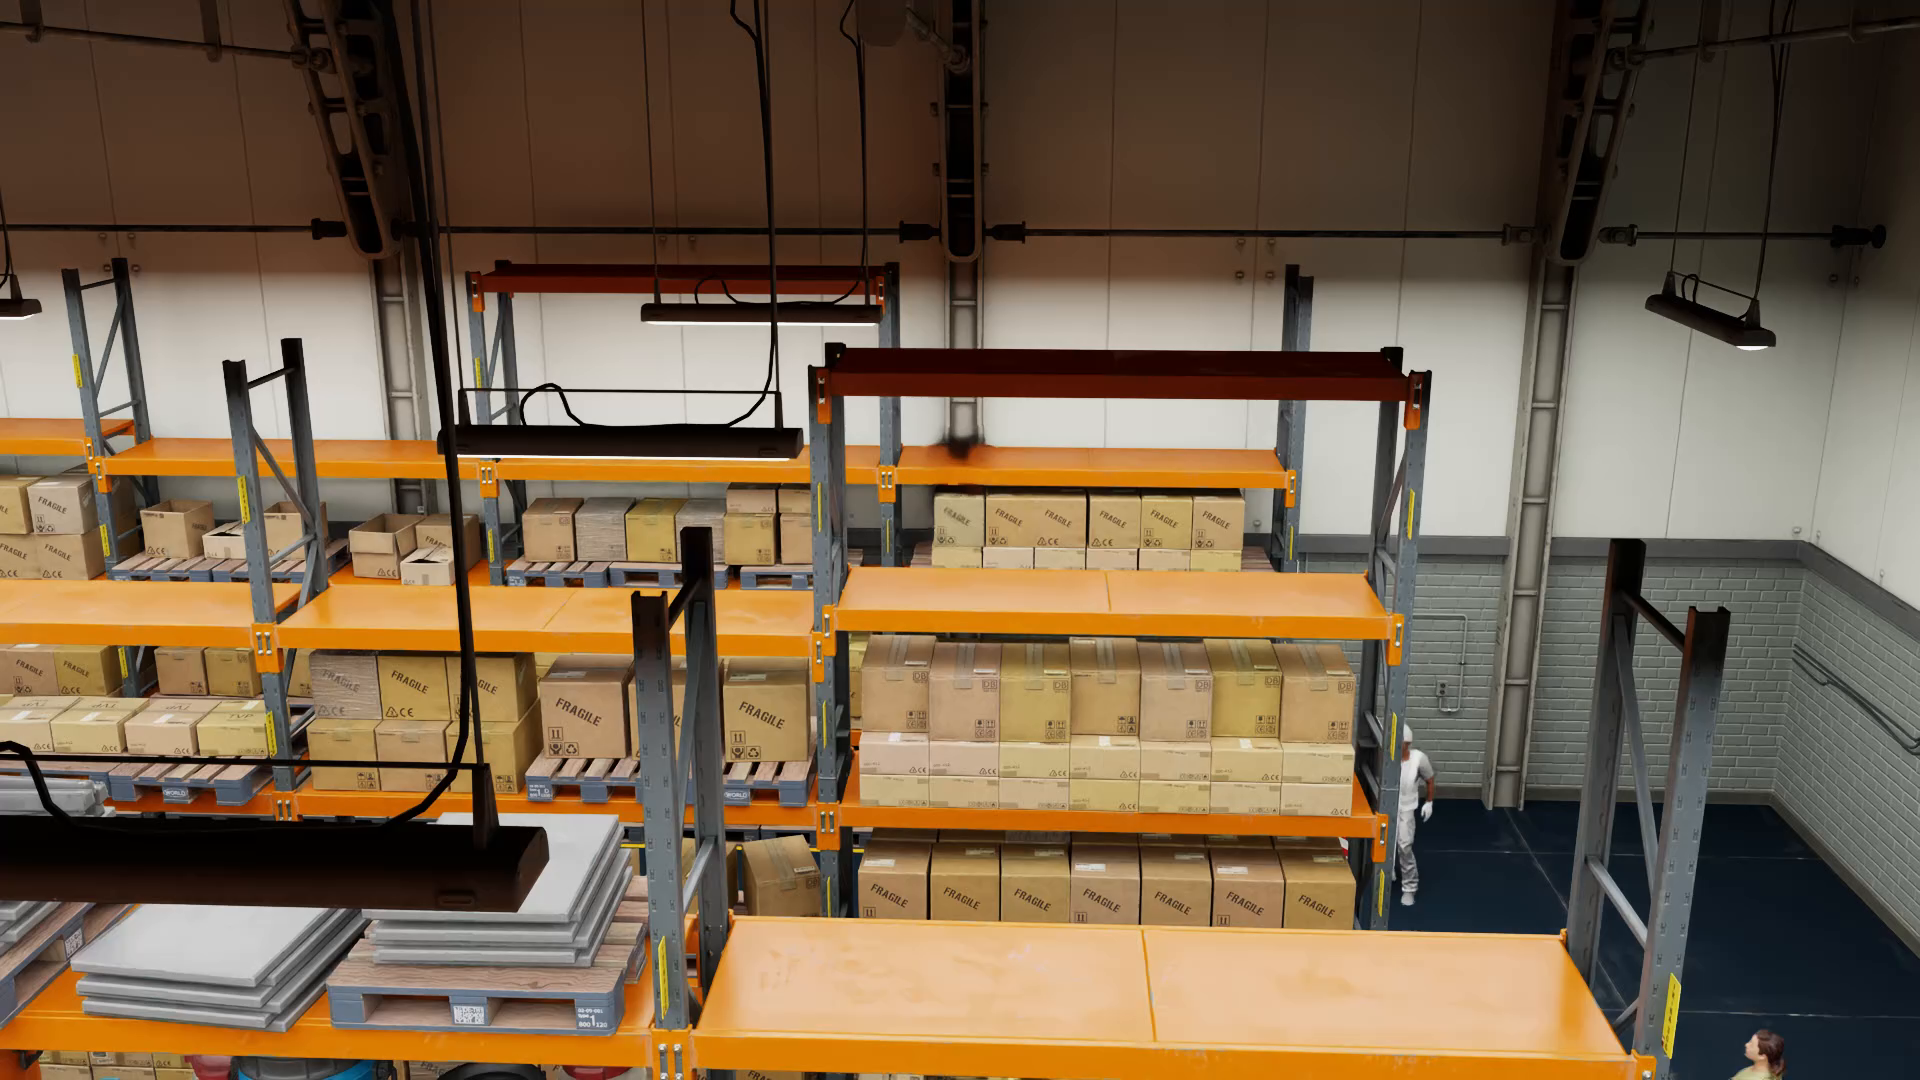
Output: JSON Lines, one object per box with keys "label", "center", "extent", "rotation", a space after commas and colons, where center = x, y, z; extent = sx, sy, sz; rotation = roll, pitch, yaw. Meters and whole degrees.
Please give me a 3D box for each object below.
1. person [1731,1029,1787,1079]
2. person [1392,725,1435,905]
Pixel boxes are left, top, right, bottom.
{"label": "person", "center": [5.441, 4.115, 11.468], "extent": [0.460, 1.640, 0.940], "rotation": [-11, 20, -34]}
{"label": "person", "center": [4.306, 2.668, 16.415], "extent": [0.647, 1.793, 0.643], "rotation": [8, 18, 25]}
